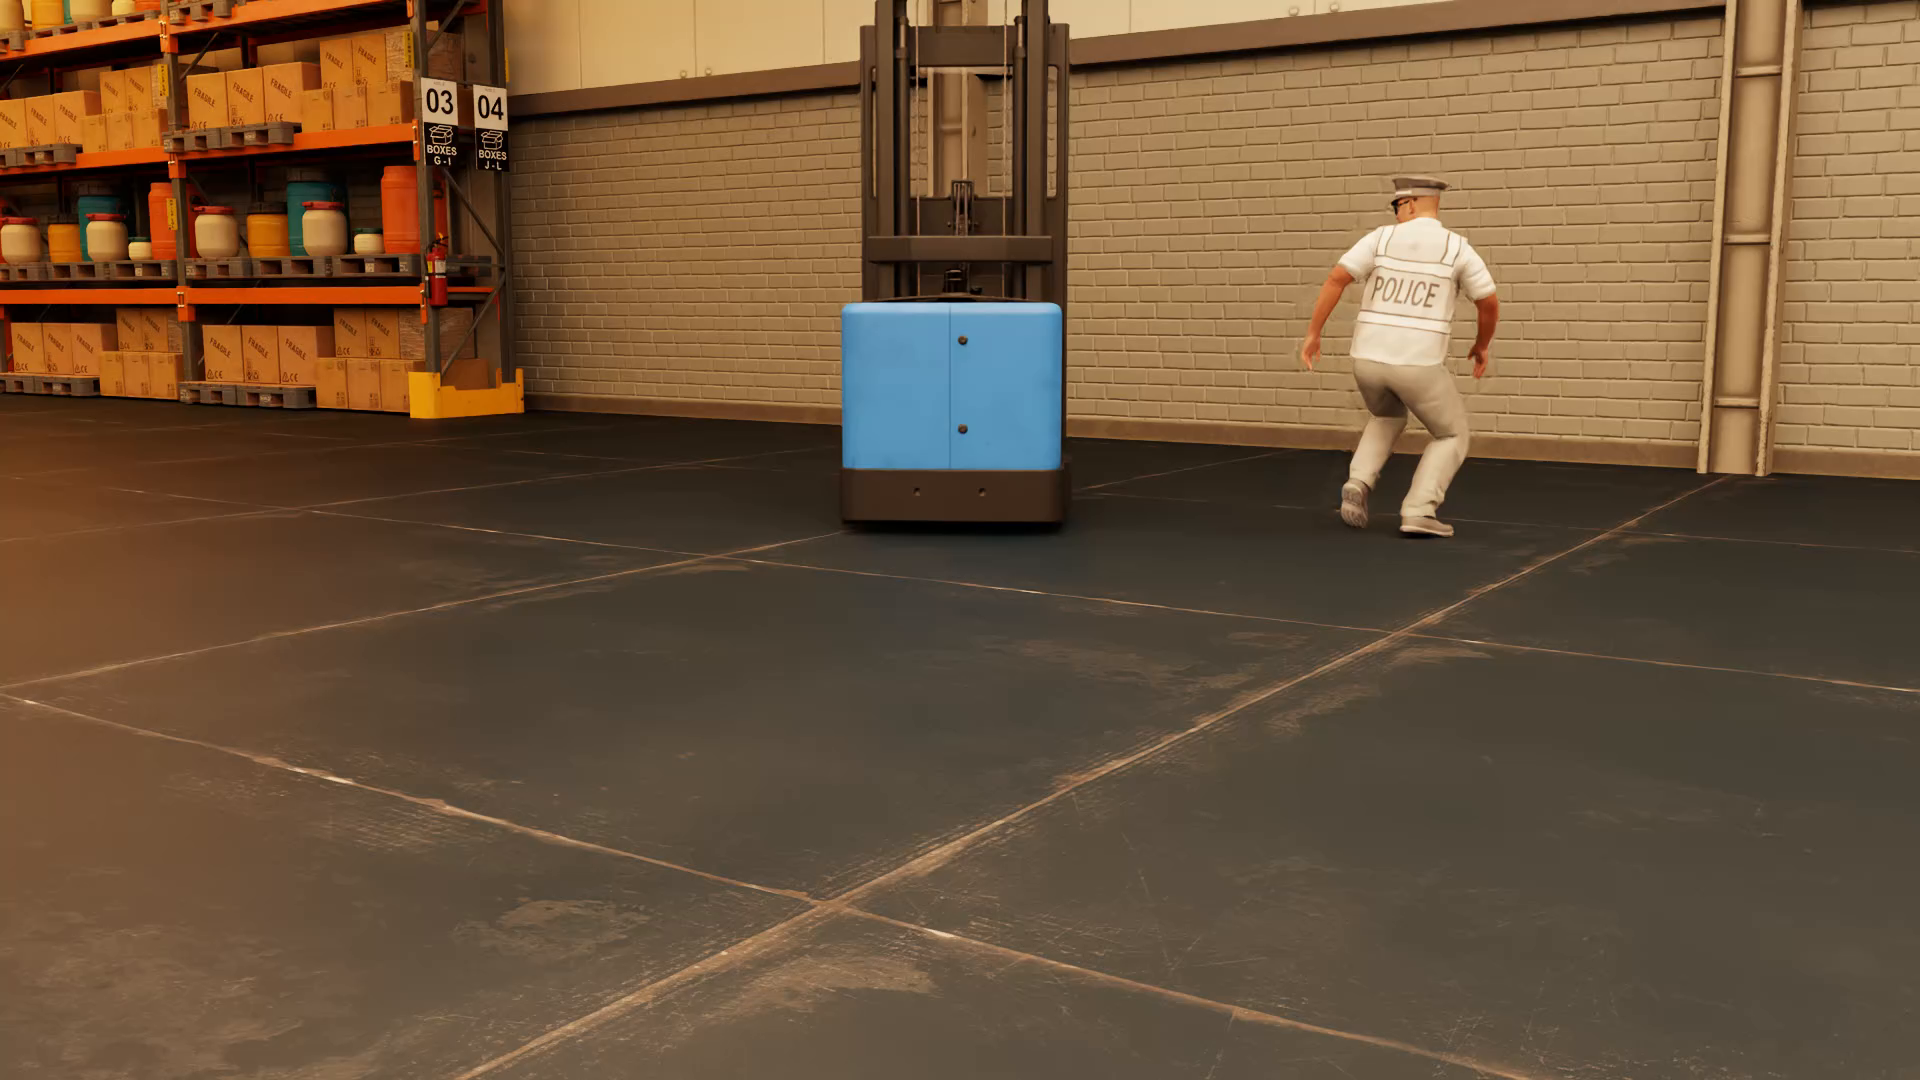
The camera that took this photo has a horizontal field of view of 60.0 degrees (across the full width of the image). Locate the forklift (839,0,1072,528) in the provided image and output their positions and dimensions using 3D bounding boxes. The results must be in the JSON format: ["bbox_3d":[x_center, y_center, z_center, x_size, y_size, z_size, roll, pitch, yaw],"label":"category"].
[{"bbox_3d":[0.041,-1.679,9.002,1.130,2.935,3.031,0,8,3],"label":"forklift"}]

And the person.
[{"bbox_3d":[2.077,-0.846,7.735,0.774,1.671,0.673,6,10,39],"label":"person"}]
